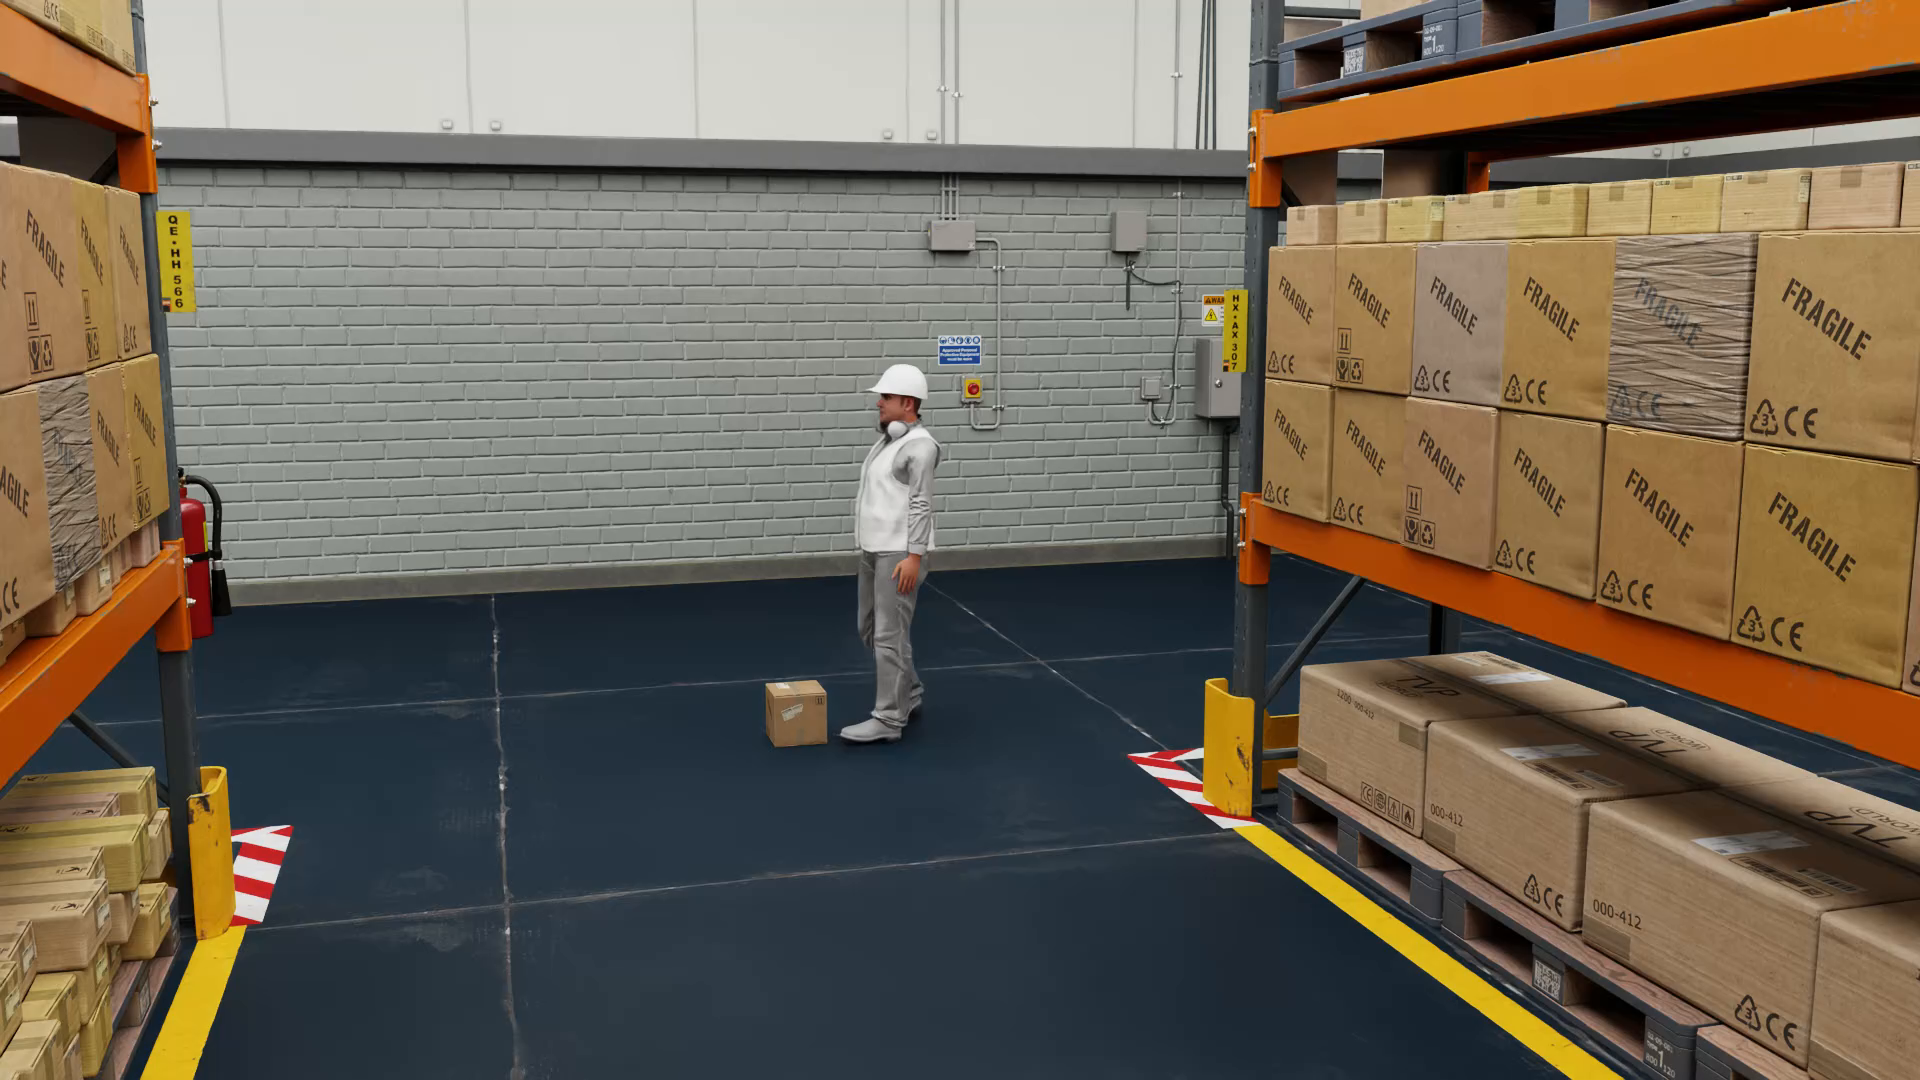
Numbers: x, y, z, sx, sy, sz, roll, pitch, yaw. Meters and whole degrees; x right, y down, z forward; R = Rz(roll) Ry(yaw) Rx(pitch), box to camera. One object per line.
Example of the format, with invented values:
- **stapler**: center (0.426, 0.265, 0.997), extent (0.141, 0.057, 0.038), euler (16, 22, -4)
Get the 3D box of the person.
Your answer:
- **person**: center (-0.357, 0.054, 7.936), extent (0.536, 1.773, 0.558), euler (-4, 10, -21)
